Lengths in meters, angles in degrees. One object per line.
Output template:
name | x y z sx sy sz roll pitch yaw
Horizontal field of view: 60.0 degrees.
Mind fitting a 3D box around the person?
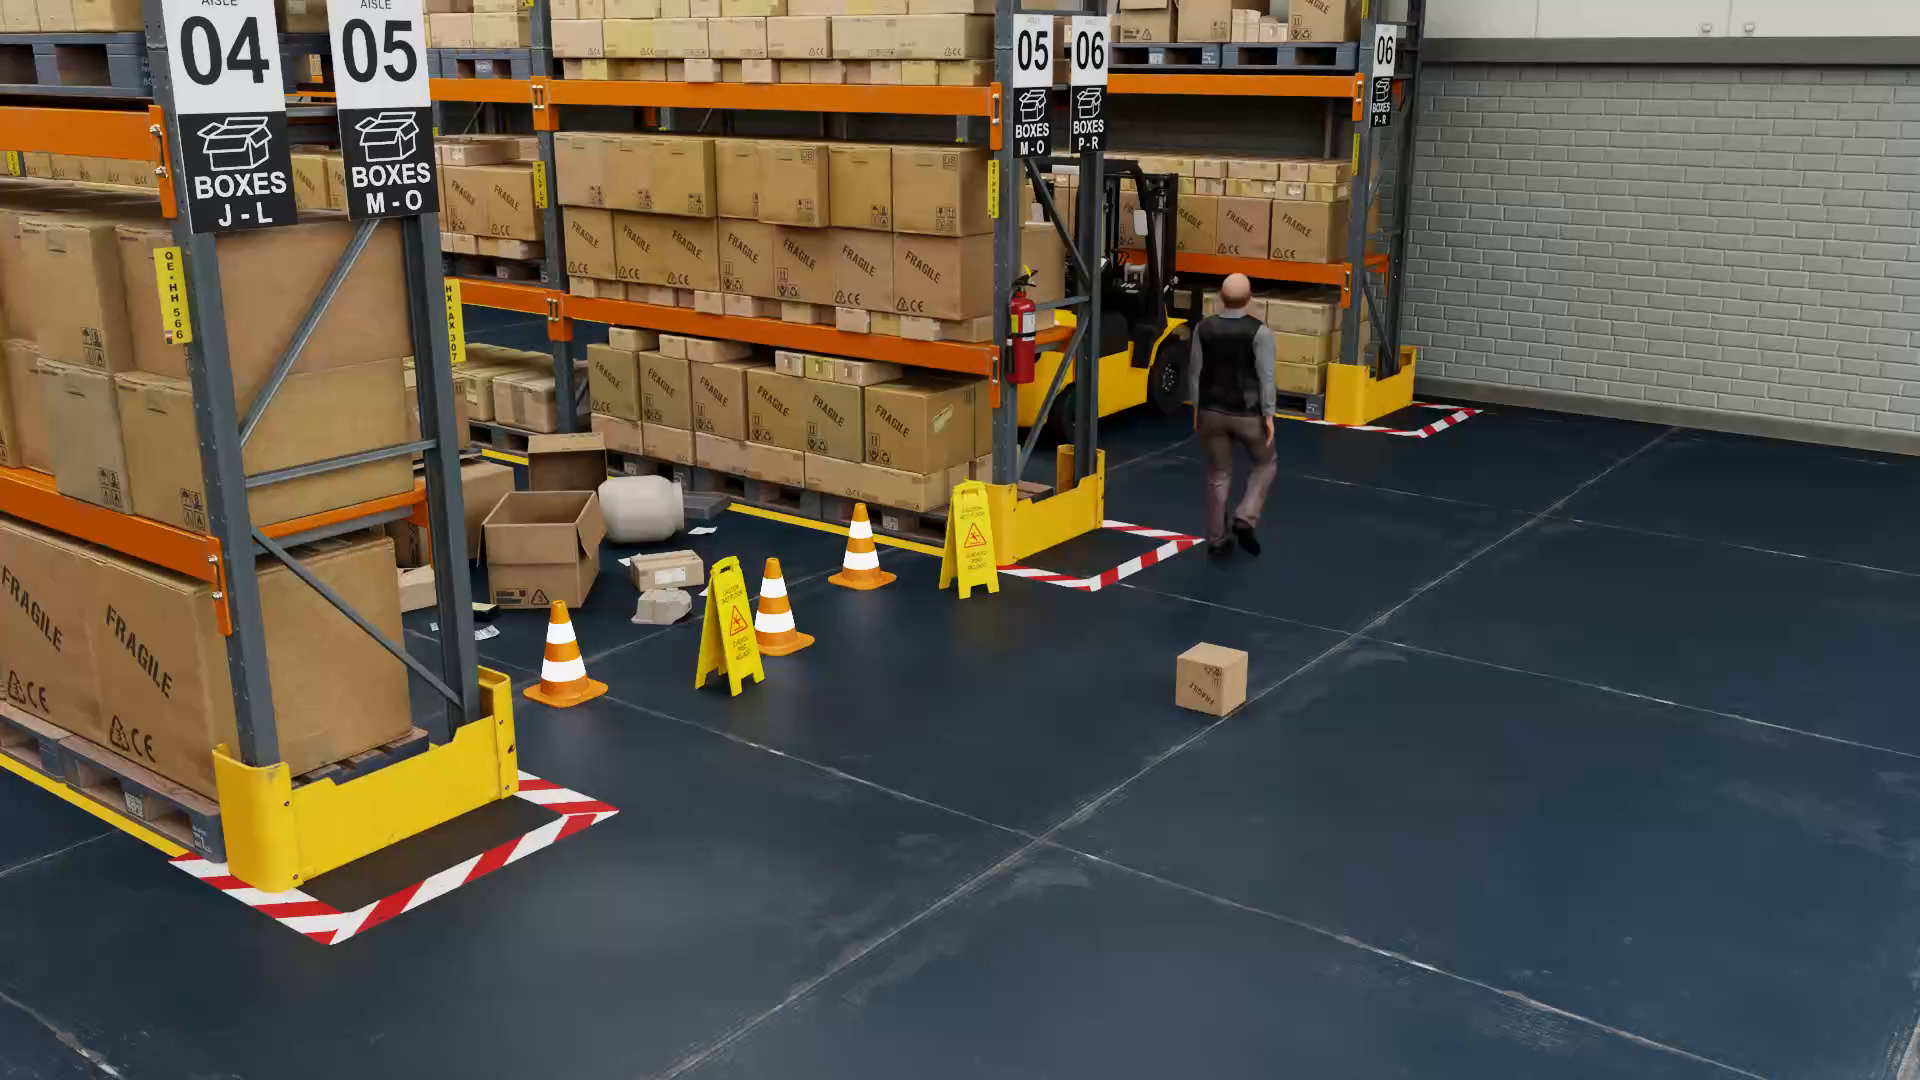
person | 1.670 -0.761 10.093 0.560 1.731 0.474 8 18 26
